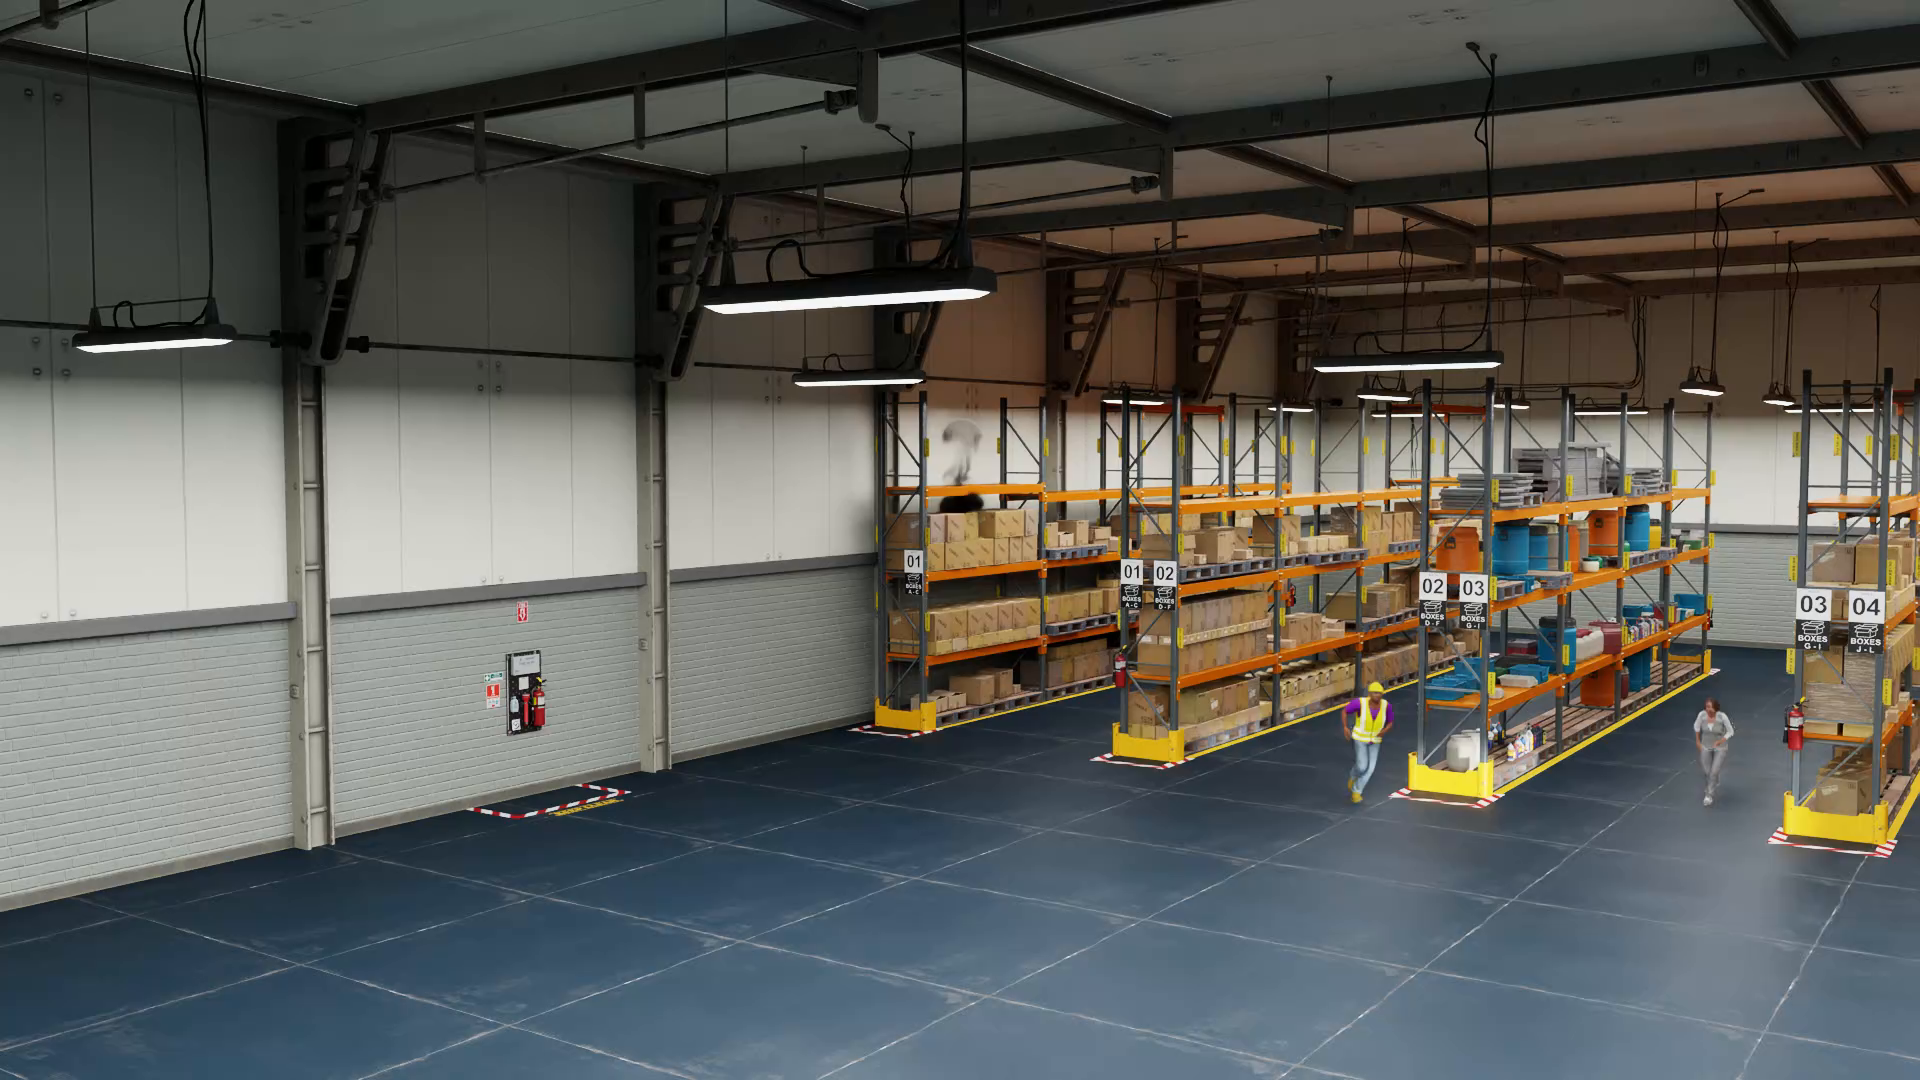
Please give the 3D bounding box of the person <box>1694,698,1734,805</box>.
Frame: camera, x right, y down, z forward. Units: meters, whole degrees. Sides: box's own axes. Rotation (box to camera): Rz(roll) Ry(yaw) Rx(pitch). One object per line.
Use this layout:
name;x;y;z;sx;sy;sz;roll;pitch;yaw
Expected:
person;9.261;2.899;24.515;3.994;1.537;1.122;2;4;32

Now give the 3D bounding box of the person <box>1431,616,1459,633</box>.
person;12.287;1.837;41.630;0.551;1.728;0.955;-2;4;-34

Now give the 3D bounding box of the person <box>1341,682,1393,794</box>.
person;5.787;2.815;23.518;0.682;1.643;0.593;-1;3;-9
